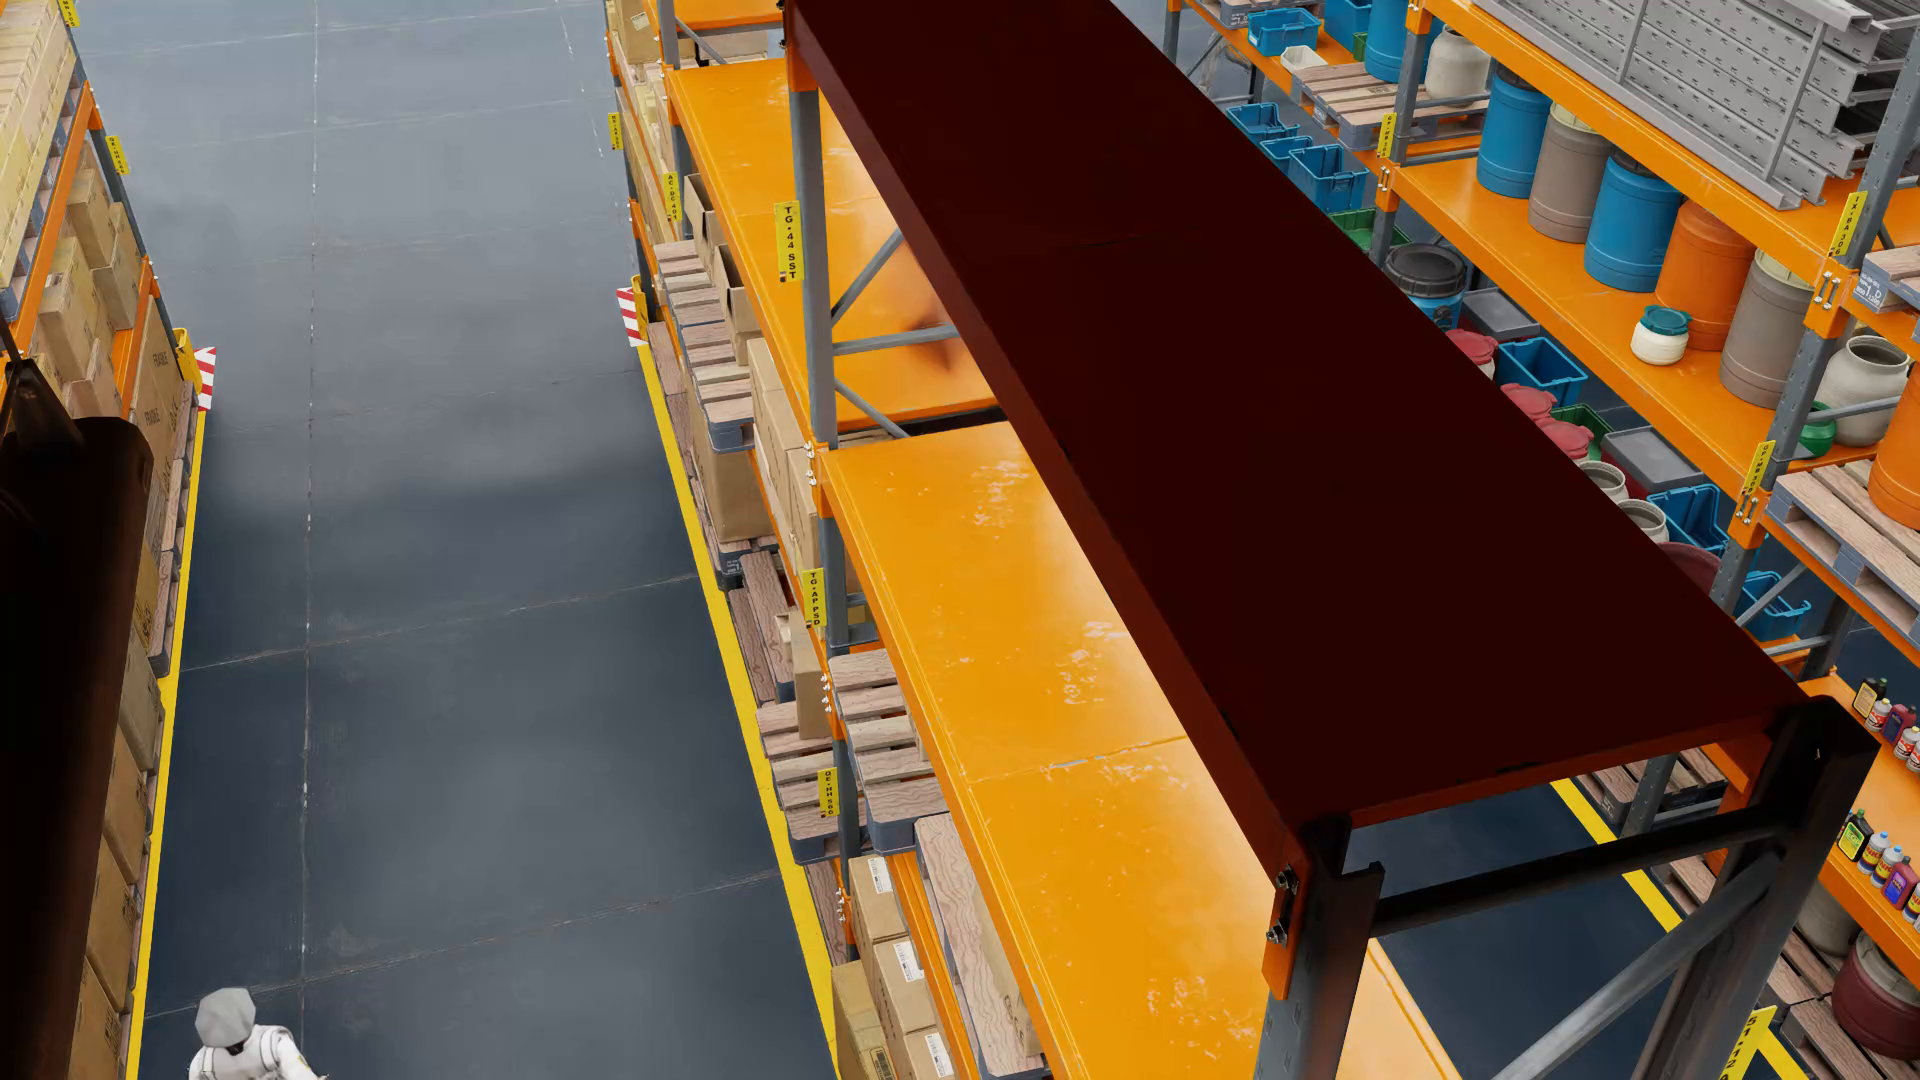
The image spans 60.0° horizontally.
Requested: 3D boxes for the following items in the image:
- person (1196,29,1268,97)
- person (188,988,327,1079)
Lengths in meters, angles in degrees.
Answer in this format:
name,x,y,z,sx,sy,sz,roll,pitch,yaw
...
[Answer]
name,x,y,z,sx,sy,sz,roll,pitch,yaw
person,3.069,-5.796,18.719,0.980,1.773,0.710,8,39,10
person,-3.157,2.623,7.659,0.606,1.725,0.862,-12,40,-14
